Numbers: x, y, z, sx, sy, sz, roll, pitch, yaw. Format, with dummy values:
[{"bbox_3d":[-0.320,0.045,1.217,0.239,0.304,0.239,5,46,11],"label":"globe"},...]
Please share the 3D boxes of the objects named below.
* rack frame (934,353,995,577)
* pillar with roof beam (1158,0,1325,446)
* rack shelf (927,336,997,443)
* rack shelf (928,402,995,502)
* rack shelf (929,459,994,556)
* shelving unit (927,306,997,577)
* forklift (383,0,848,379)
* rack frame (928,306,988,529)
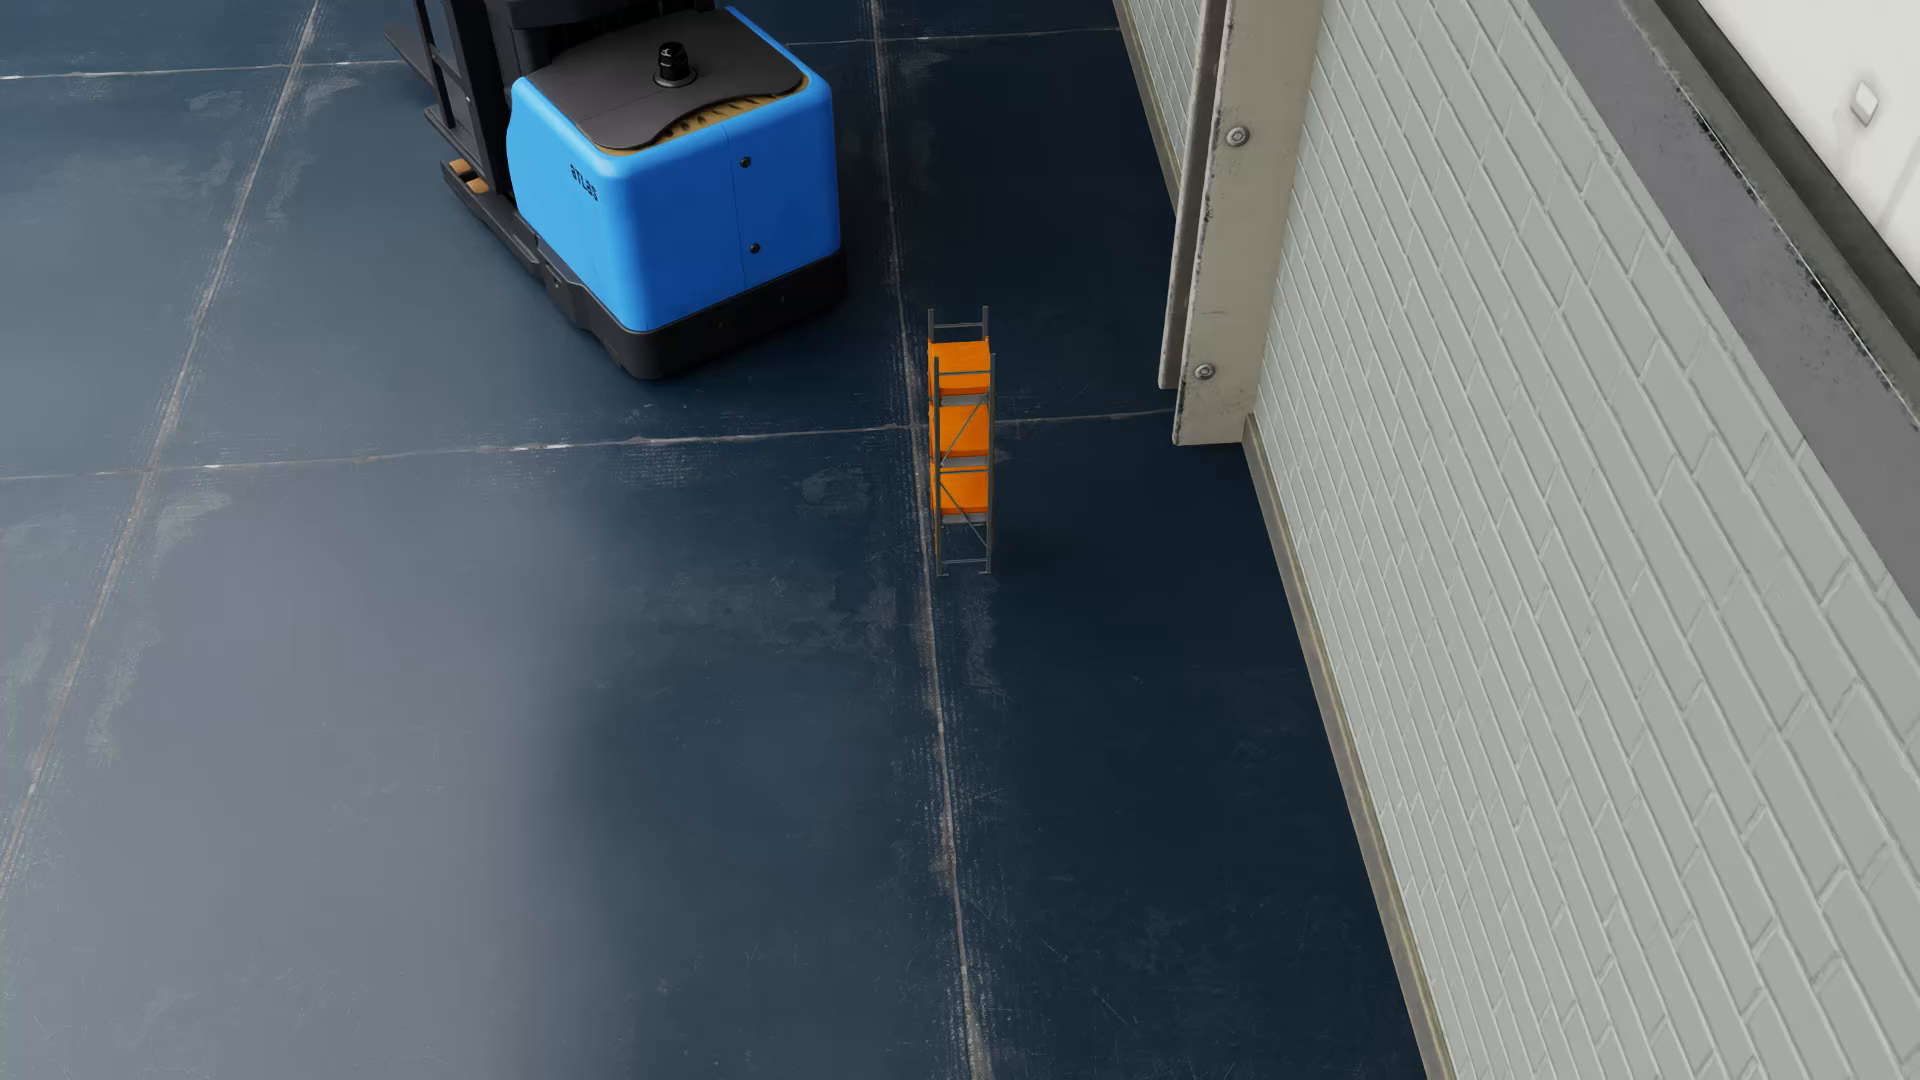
[{"bbox_3d":[0.015,-0.234,5.749,0.200,1.050,0.008,-3,47,-3],"label":"rack frame"},{"bbox_3d":[-3.302,-3.361,3.235,9.100,9.000,0.400,-3,47,-3],"label":"pillar with roof beam"},{"bbox_3d":[0.004,-0.510,5.634,0.215,0.259,0.240,-3,47,-3],"label":"rack shelf"},{"bbox_3d":[0.004,-0.315,5.840,0.215,0.259,0.240,-3,47,-3],"label":"rack shelf"},{"bbox_3d":[0.004,-0.124,6.042,0.215,0.259,0.240,-3,47,-3],"label":"rack shelf"},{"bbox_3d":[0.004,-0.322,5.832,0.215,1.050,0.252,-3,47,-3],"label":"shelving unit"},{"bbox_3d":[-1.755,-2.694,6.782,1.130,2.935,3.031,-28,53,-24],"label":"forklift"},{"bbox_3d":[-0.006,-0.411,5.916,0.200,1.050,0.008,-3,47,-3],"label":"rack frame"}]
